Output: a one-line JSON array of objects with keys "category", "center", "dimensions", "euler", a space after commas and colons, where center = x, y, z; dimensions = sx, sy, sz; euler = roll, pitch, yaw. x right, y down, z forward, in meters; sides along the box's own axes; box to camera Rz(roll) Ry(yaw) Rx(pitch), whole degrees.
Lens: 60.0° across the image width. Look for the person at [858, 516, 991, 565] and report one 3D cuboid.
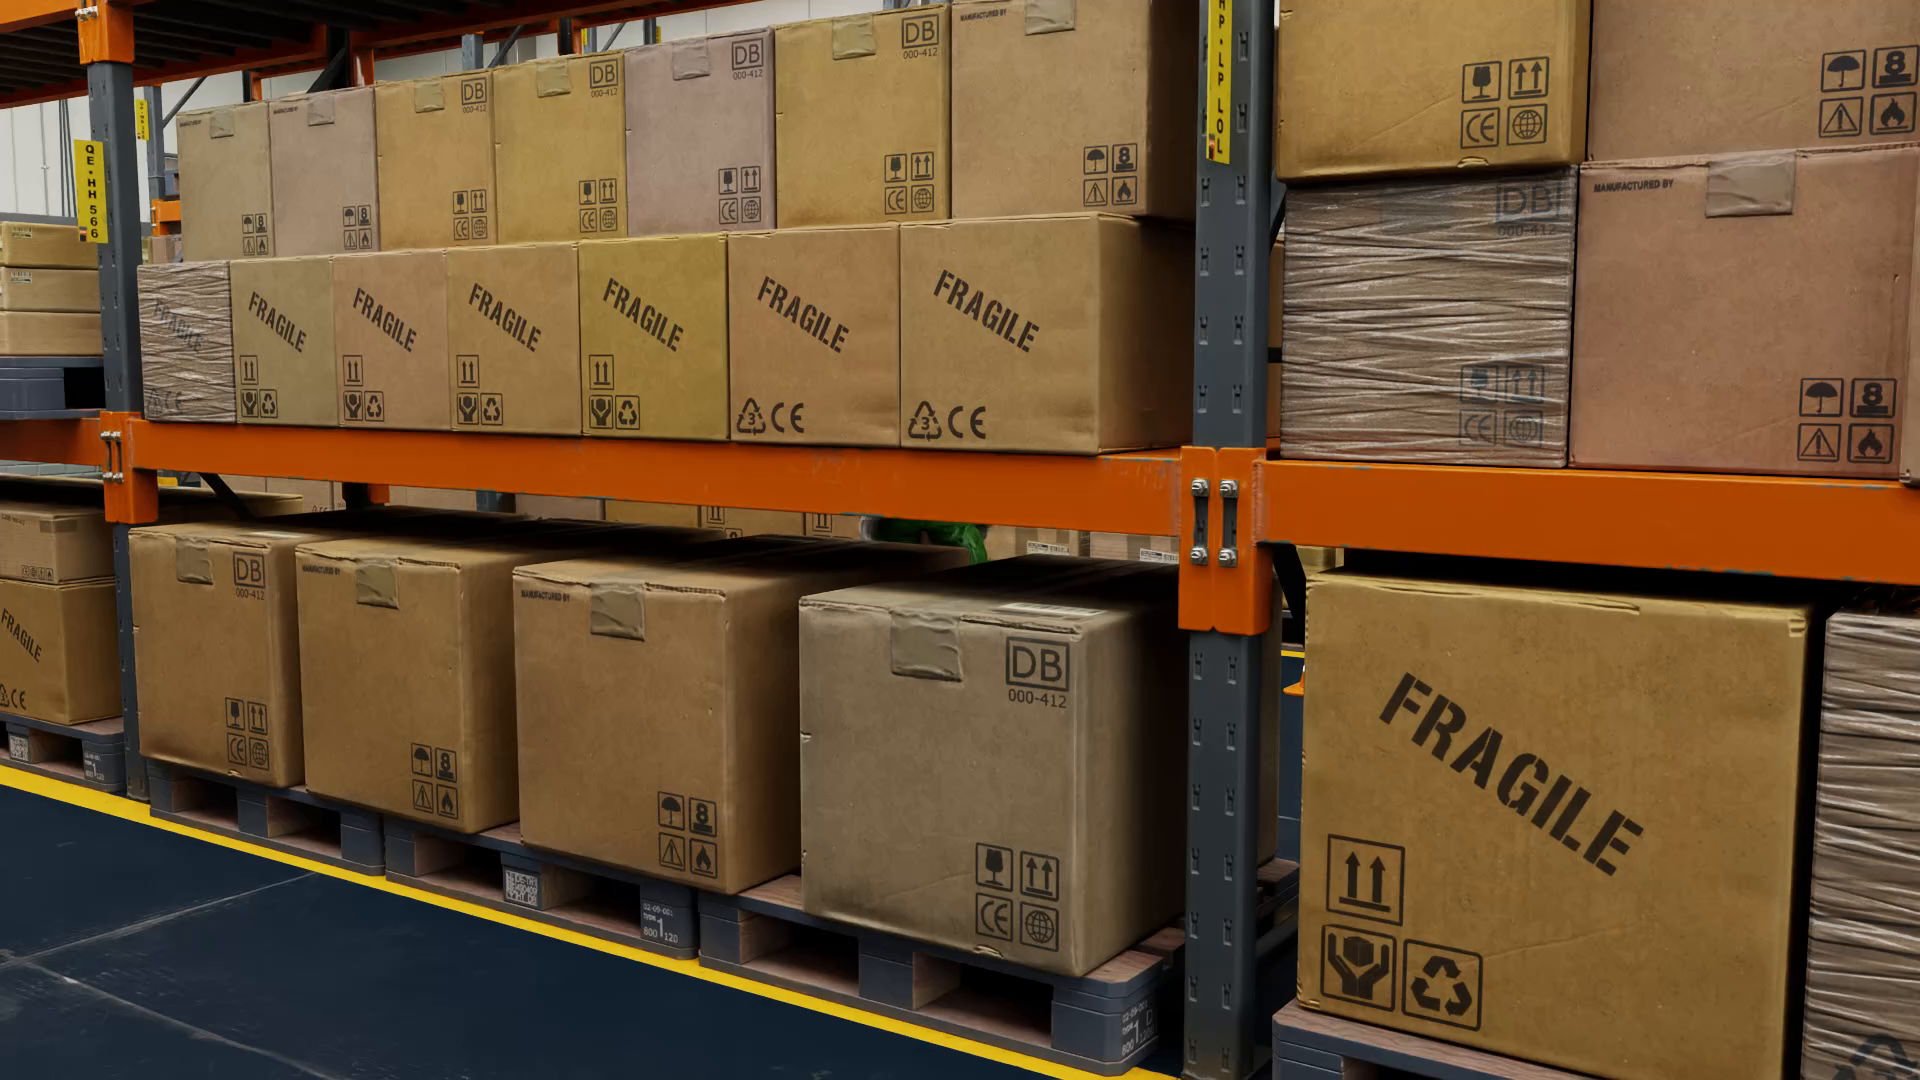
[{"category": "person", "center": [-0.113, -0.137, 6.822], "dimensions": [0.615, 1.776, 0.803], "euler": [-1, 6, -8]}]
